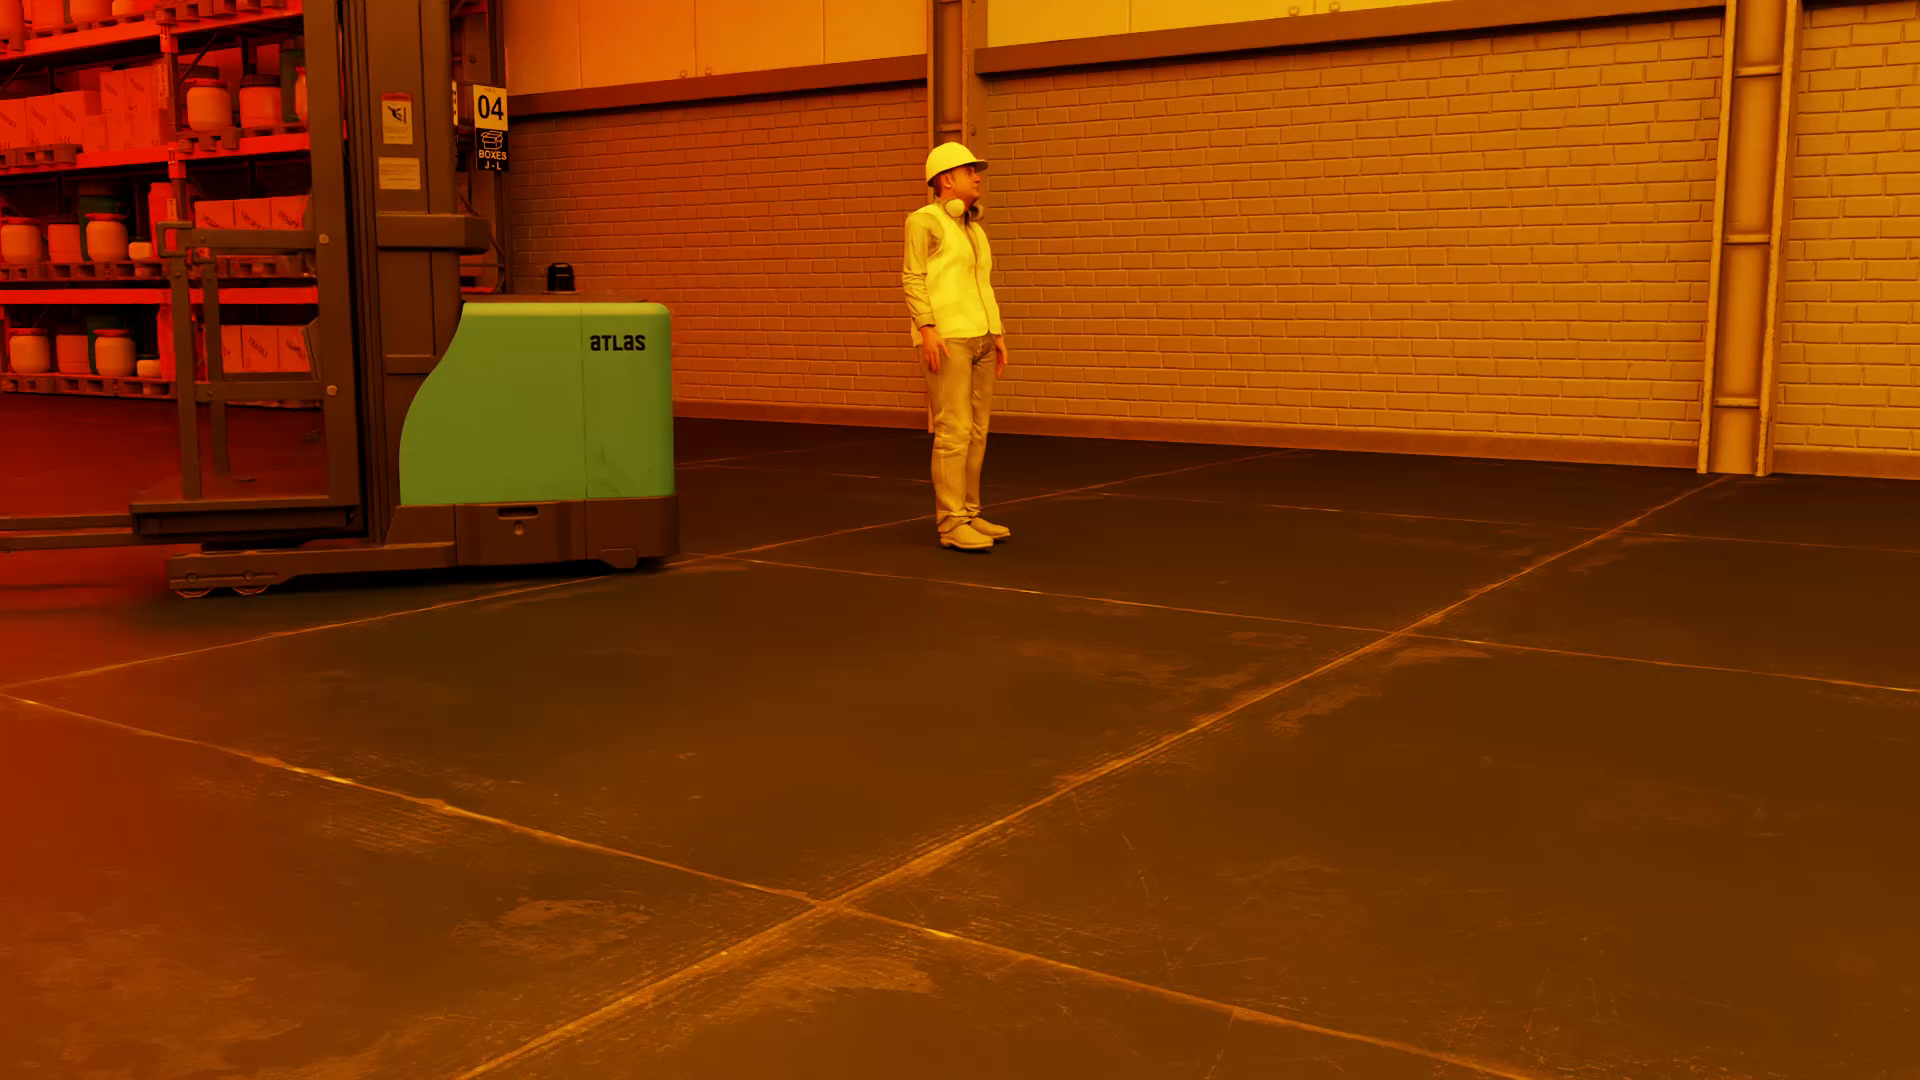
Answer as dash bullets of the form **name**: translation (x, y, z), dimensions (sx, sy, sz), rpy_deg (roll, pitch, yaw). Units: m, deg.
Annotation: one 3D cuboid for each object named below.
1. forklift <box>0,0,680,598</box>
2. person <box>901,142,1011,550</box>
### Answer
- **forklift**: translation (-2.710, -1.321, 6.481), dimensions (3.031, 2.935, 1.130), rpy_deg (-3, 9, -18)
- **person**: translation (0.048, -0.880, 7.437), dimensions (0.566, 1.775, 0.634), rpy_deg (5, 10, 34)
